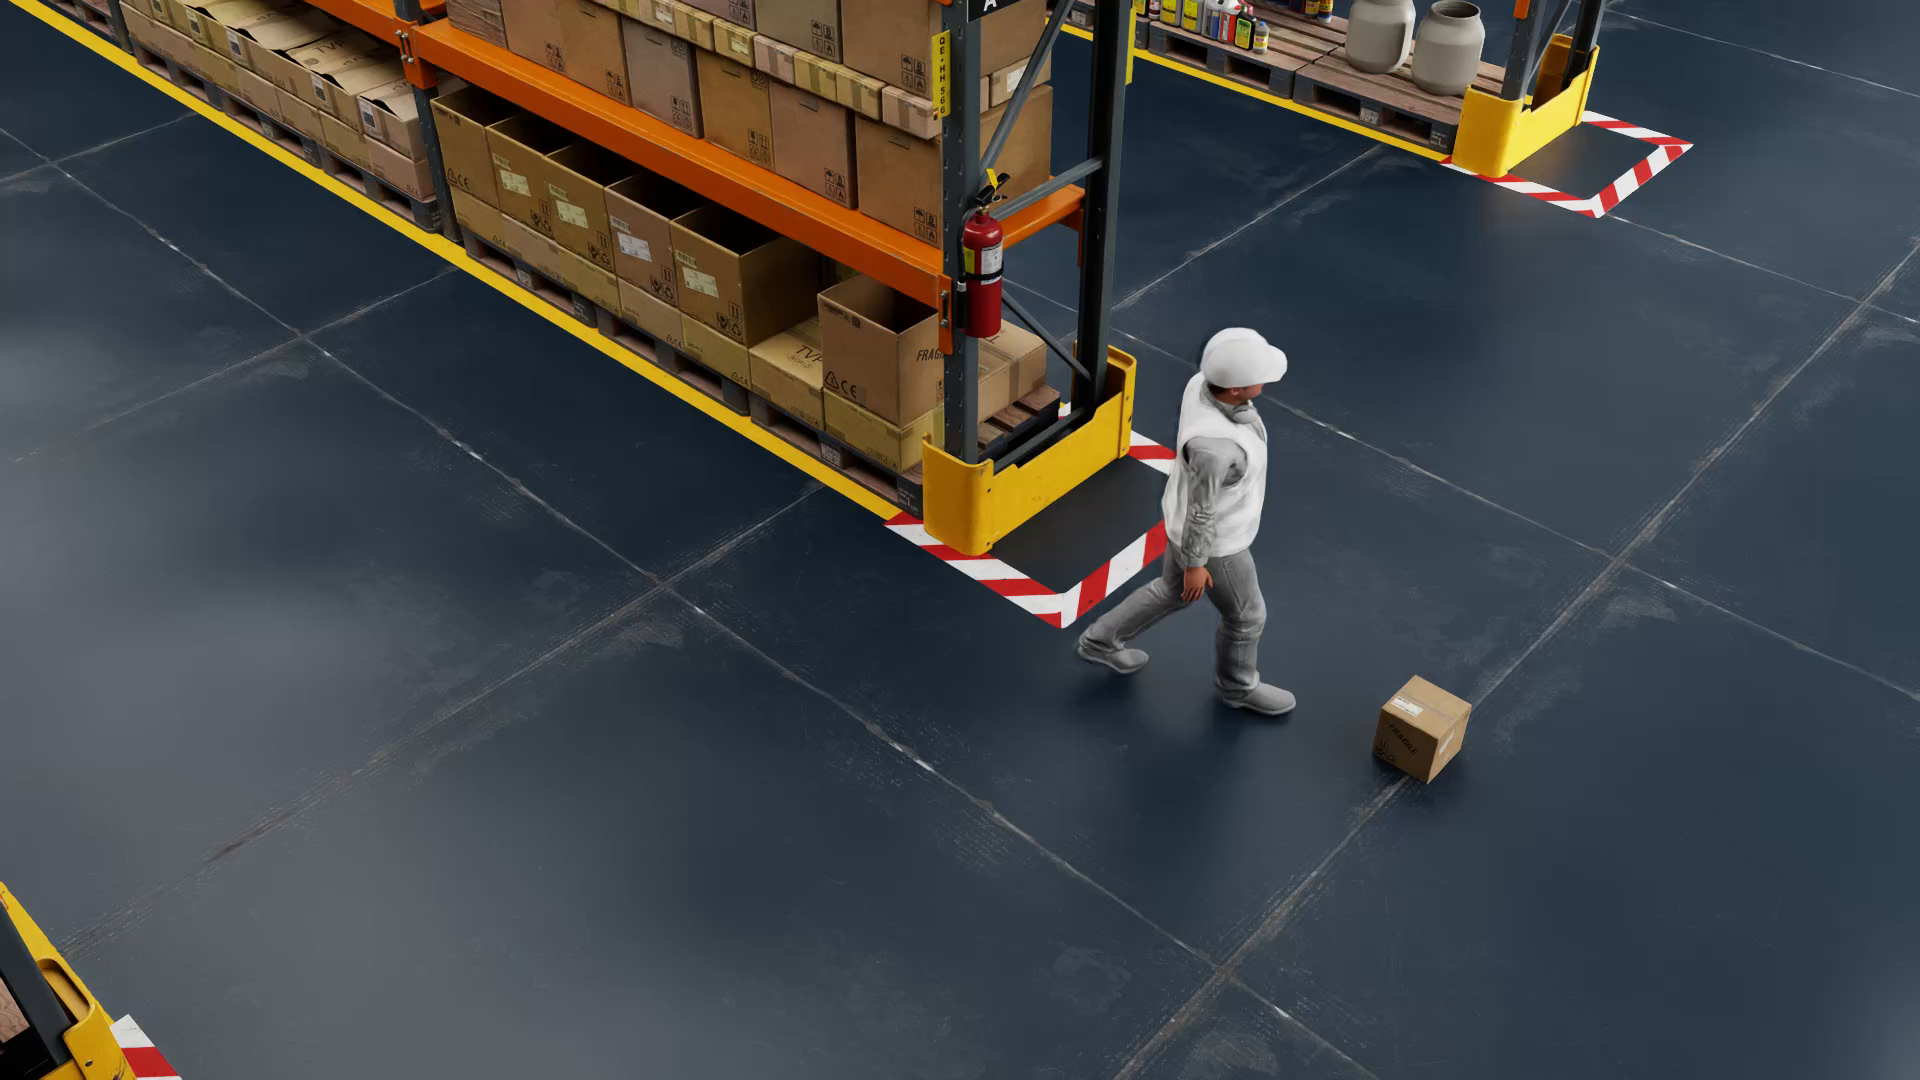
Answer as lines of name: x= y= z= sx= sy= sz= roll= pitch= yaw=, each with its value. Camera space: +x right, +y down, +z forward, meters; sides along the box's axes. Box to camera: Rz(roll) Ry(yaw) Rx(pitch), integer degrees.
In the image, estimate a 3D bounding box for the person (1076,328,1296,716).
person: x=0.909 y=-0.073 z=6.227 sx=0.877 sy=1.747 sz=0.549 roll=1 pitch=39 yaw=1
